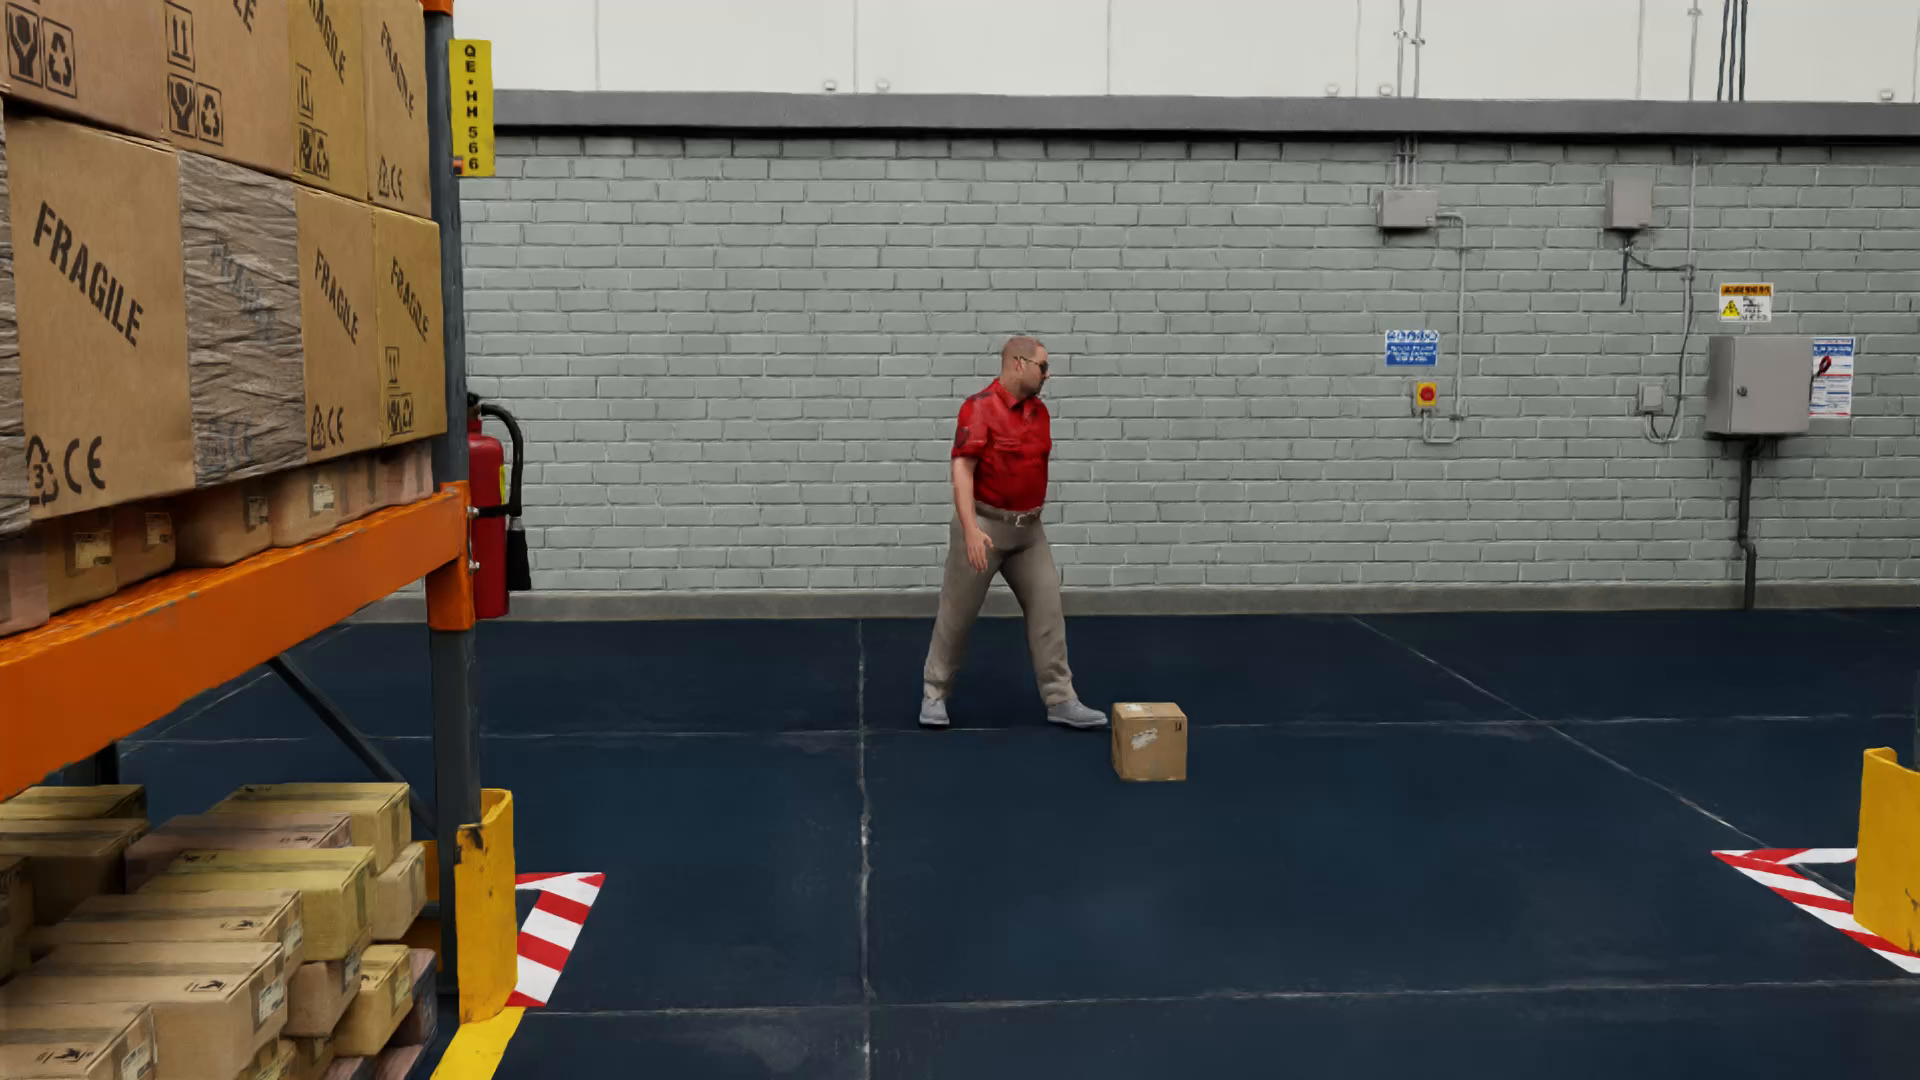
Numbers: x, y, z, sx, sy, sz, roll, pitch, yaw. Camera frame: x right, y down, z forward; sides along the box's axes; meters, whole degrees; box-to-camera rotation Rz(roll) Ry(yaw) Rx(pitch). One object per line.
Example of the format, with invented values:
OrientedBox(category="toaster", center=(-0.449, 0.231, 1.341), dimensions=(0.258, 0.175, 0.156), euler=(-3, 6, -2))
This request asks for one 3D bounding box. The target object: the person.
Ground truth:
OrientedBox(category="person", center=(0.171, -0.031, 7.153), dimensions=(0.677, 1.690, 0.757), euler=(-6, 9, -40))
